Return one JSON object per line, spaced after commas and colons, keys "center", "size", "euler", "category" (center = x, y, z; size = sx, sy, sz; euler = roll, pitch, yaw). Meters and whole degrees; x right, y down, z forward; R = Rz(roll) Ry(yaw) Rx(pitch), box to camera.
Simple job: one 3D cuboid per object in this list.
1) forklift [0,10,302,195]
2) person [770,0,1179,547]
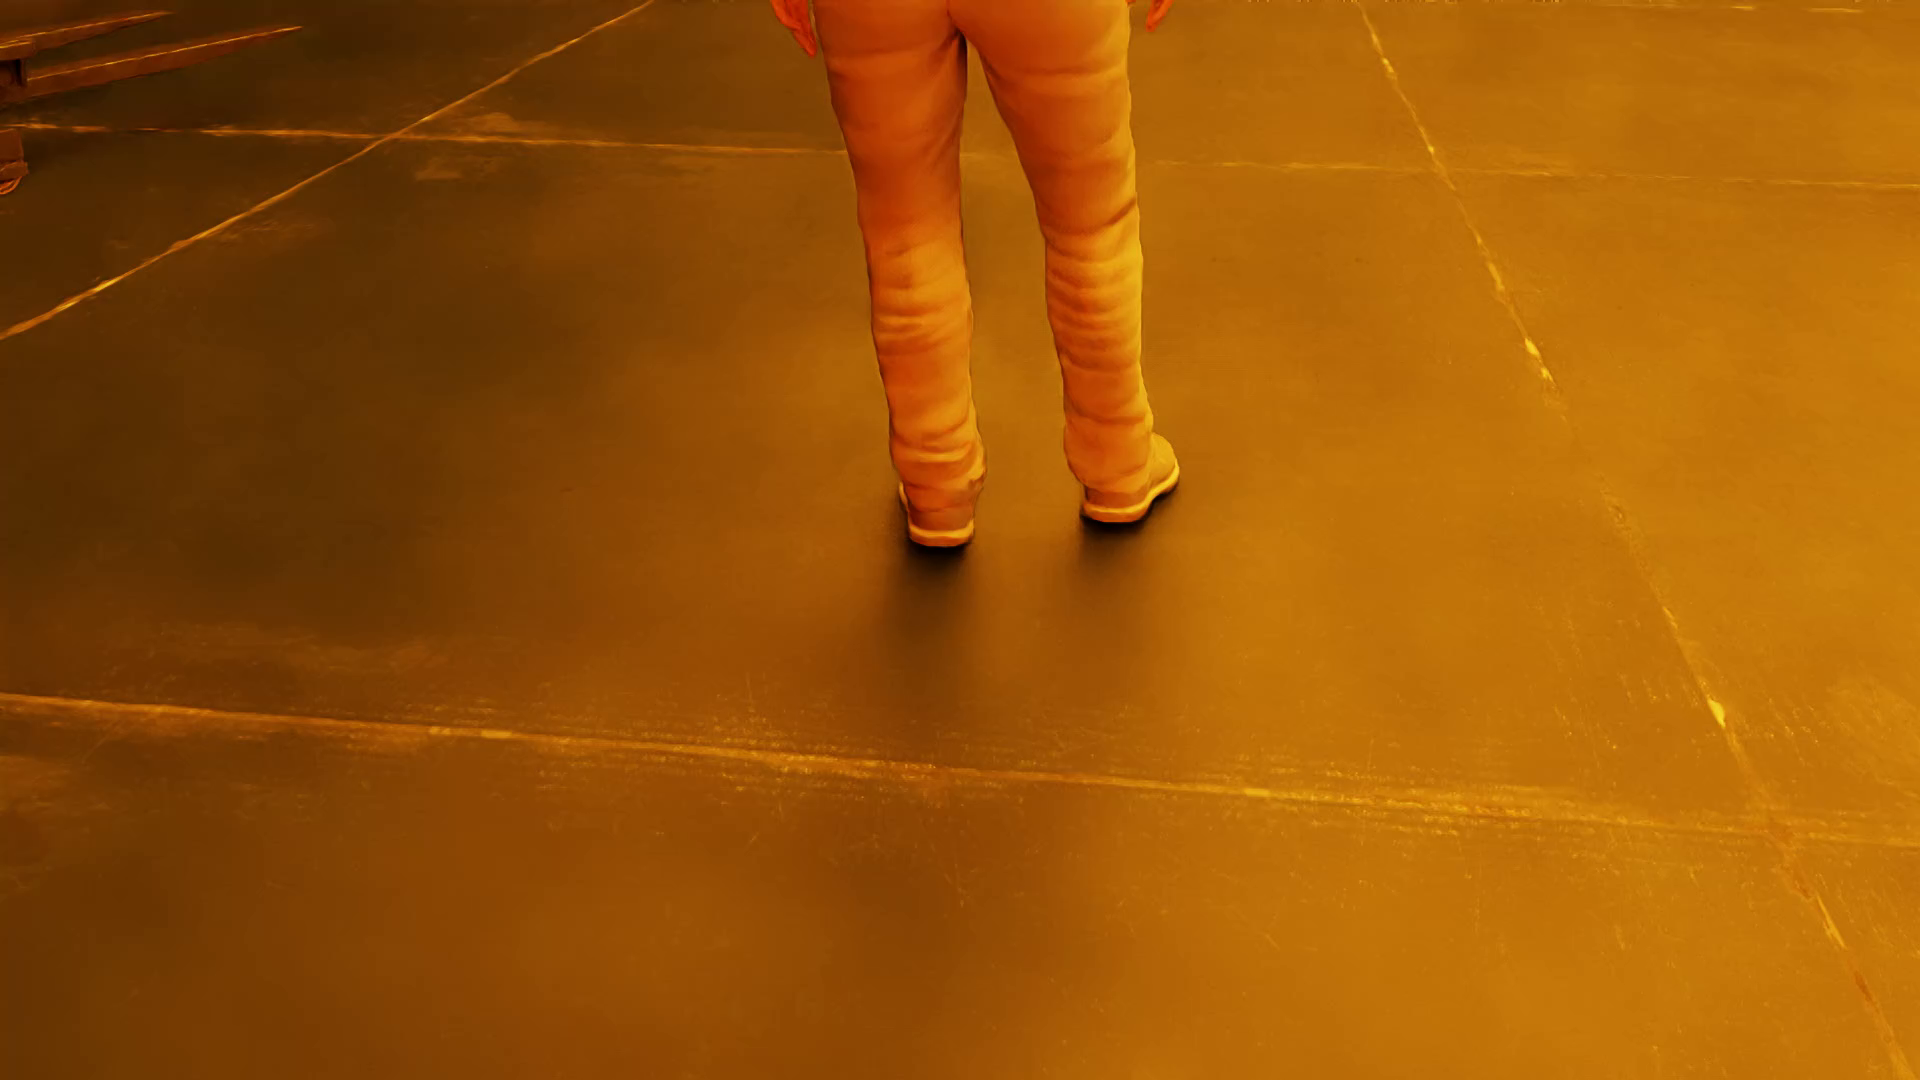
{"center": [-3.070, -2.199, 3.625], "size": [1.130, 2.935, 3.031], "euler": [13, 29, 24], "category": "forklift"}
{"center": [0.033, -0.785, 2.190], "size": [0.598, 1.669, 0.529], "euler": [3, 27, 7], "category": "person"}
